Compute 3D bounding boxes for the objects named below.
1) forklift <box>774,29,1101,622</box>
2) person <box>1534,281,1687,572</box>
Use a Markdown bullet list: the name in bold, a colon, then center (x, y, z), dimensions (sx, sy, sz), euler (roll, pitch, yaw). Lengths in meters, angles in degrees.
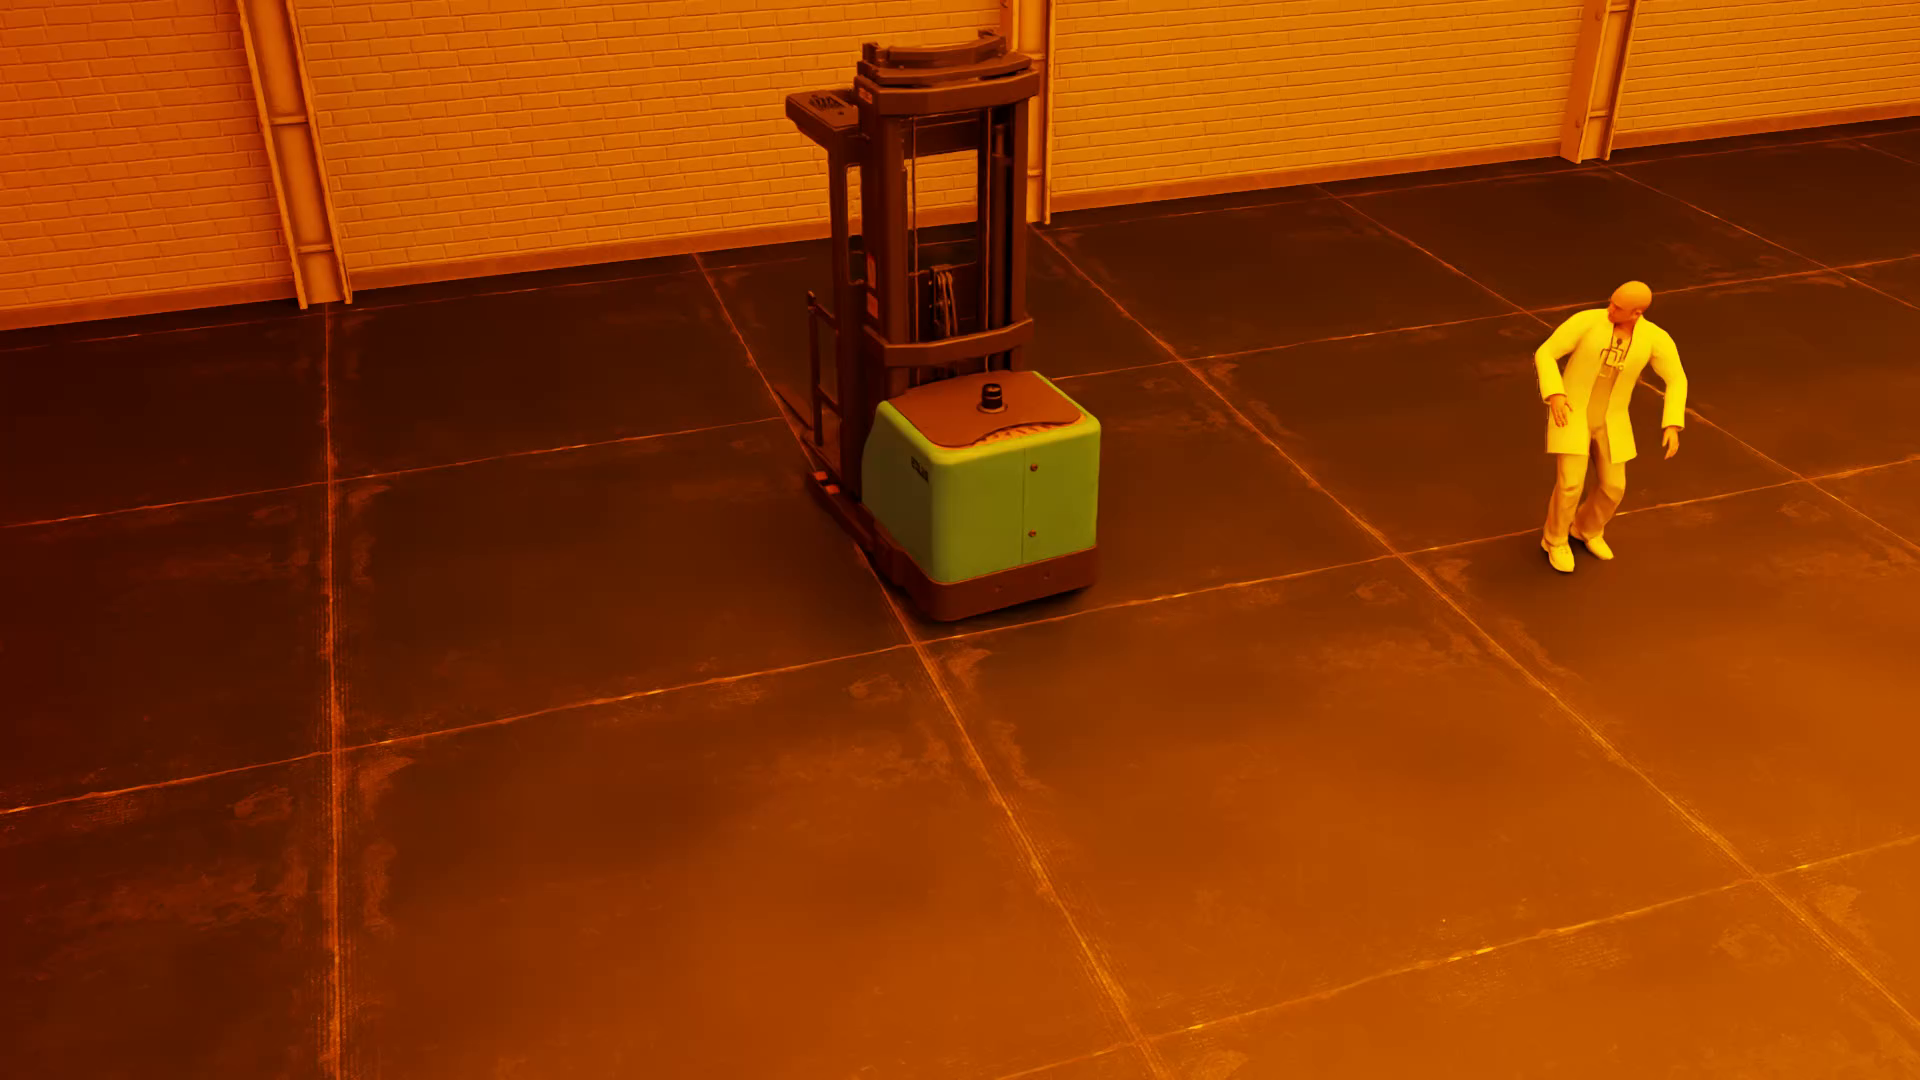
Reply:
- **forklift**: center (-0.315, -1.536, 9.757), dimensions (1.130, 2.935, 3.031), euler (-14, 33, -22)
- **person**: center (3.662, -0.651, 9.471), dimensions (0.825, 1.722, 0.551), euler (3, 30, 6)
